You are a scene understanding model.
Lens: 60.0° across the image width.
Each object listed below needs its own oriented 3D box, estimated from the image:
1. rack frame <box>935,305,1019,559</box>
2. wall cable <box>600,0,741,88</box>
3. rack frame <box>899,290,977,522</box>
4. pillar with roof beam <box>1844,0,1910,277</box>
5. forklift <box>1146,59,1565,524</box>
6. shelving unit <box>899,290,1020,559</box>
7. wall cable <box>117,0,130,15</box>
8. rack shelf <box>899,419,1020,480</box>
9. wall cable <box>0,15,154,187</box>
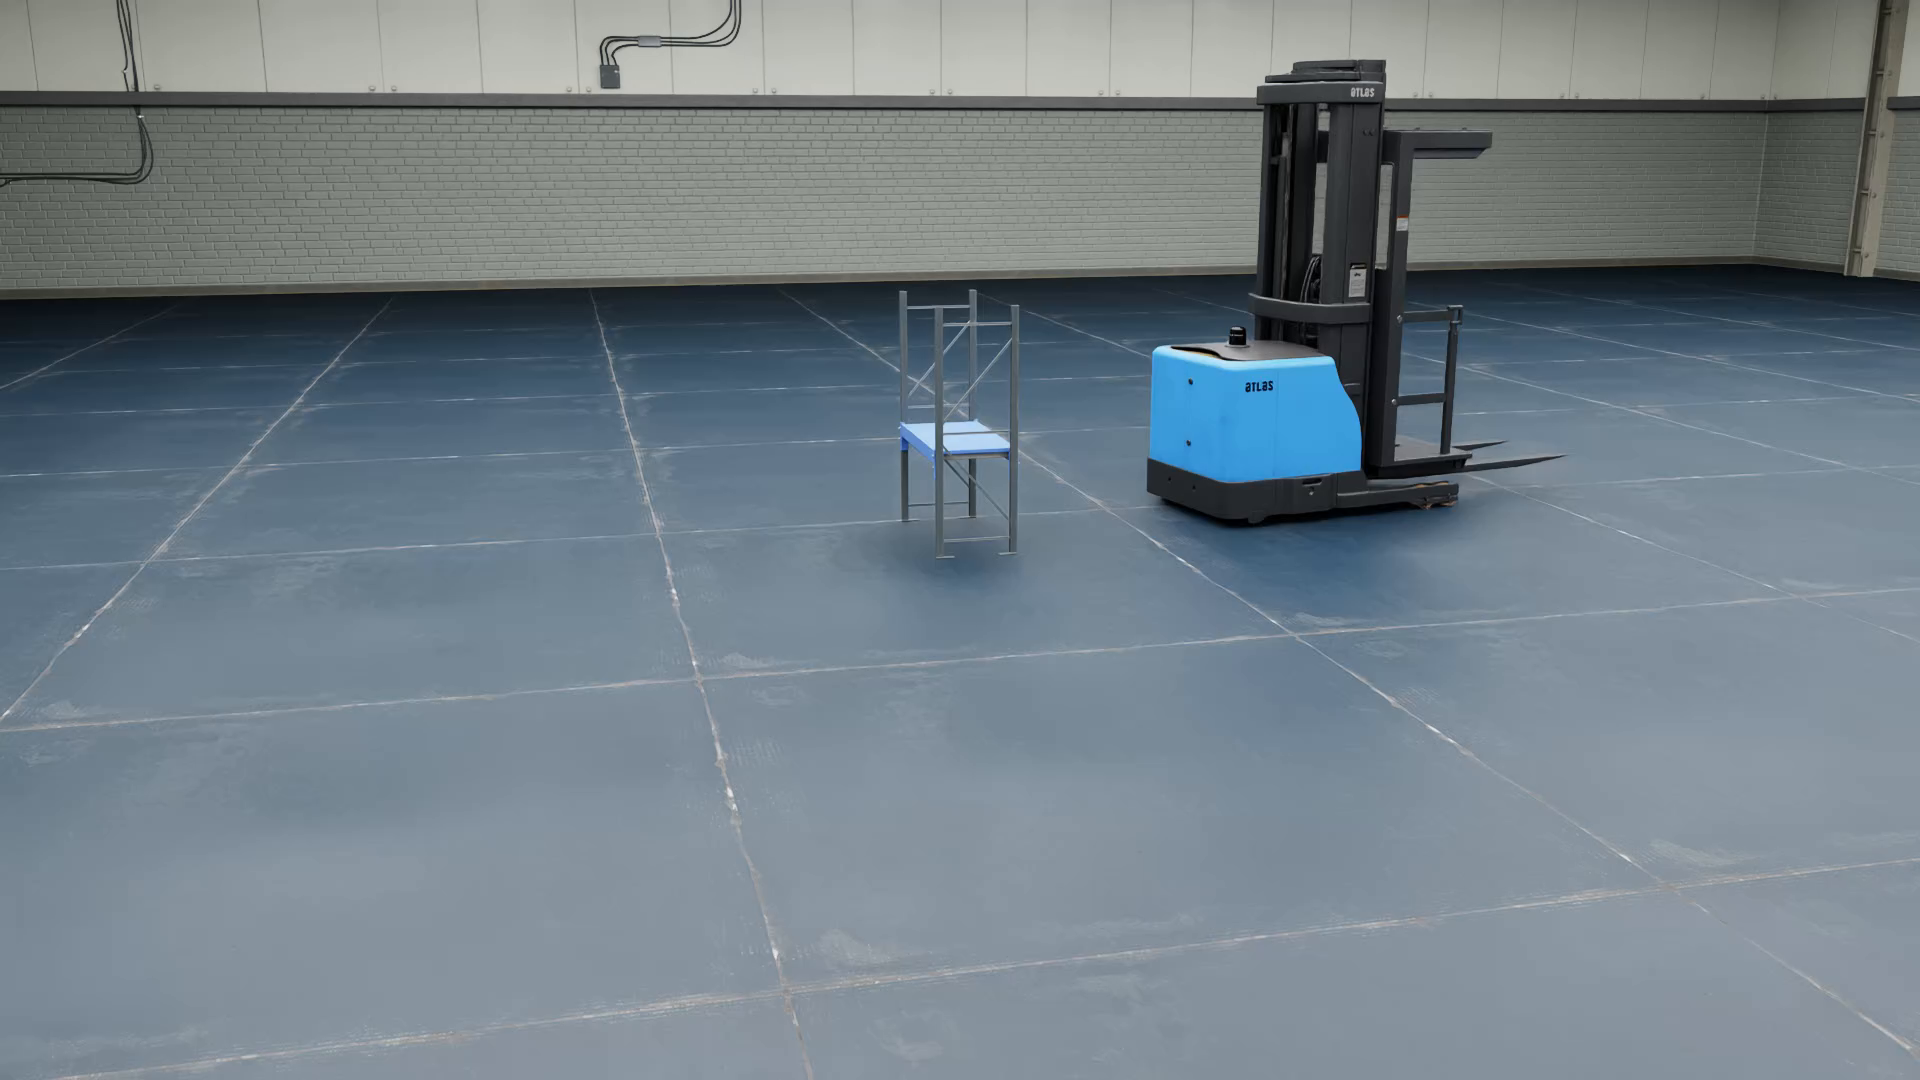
[{"bbox_3d":[0.099,-0.631,9.850,0.500,1.500,0.032,-3,14,-13],"label":"rack frame"},{"bbox_3d":[-4.675,-10.285,26.397,2.305,6.003,0.169,-3,14,-13],"label":"wall cable"},{"bbox_3d":[-0.139,-0.866,10.810,0.500,1.500,0.032,-3,14,-13],"label":"rack frame"},{"bbox_3d":[11.934,-8.870,27.770,9.100,9.000,0.400,-3,14,-13],"label":"pillar with roof beam"},{"bbox_3d":[2.851,-1.740,11.375,3.031,2.935,1.130,-6,15,-24],"label":"forklift"},{"bbox_3d":[-0.020,-0.748,10.330,0.538,1.500,1.048,-3,14,-13],"label":"shelving unit"},{"bbox_3d":[-11.277,-9.203,25.036,3.097,2.526,0.112,-3,14,-13],"label":"wall cable"},{"bbox_3d":[-0.020,-0.574,10.372,0.538,0.185,1.000,-3,14,-13],"label":"rack shelf"},{"bbox_3d":[-13.907,-6.599,25.018,3.097,2.526,0.112,-3,14,-13],"label":"wall cable"}]
